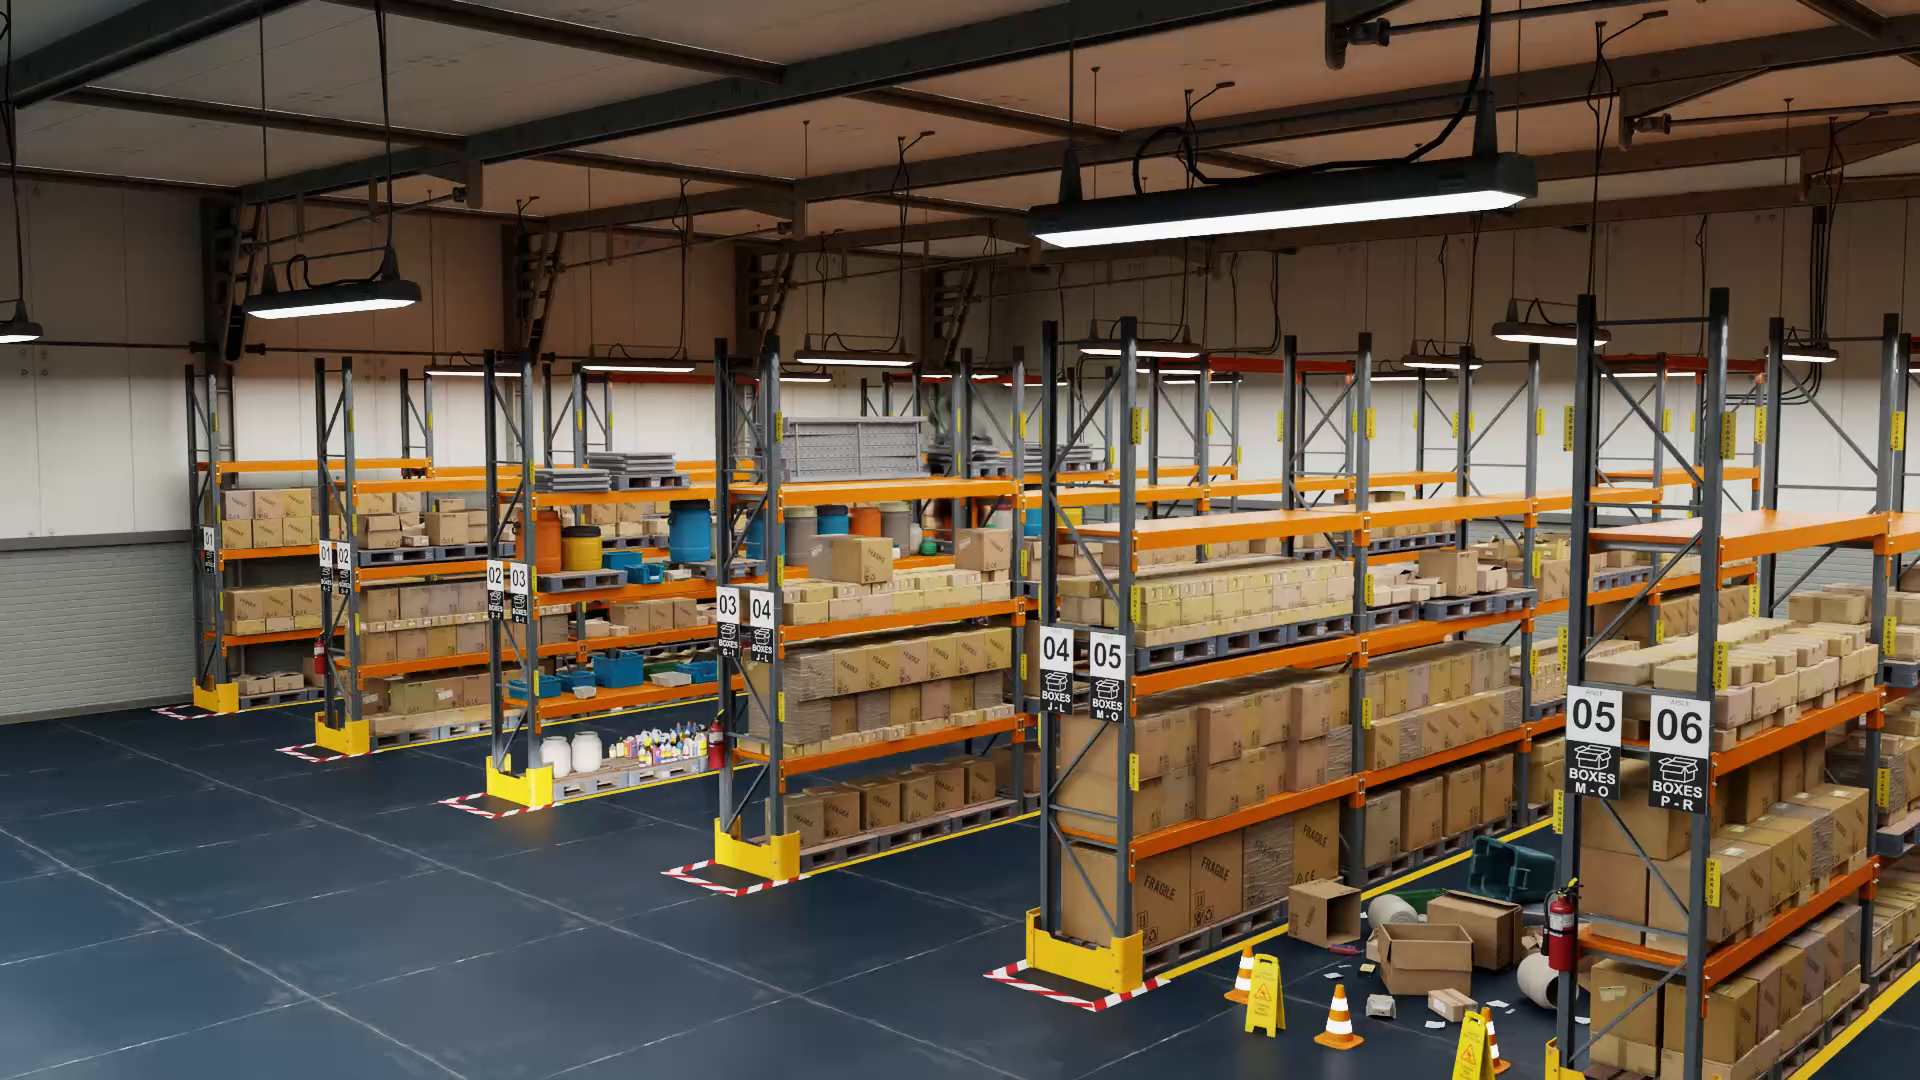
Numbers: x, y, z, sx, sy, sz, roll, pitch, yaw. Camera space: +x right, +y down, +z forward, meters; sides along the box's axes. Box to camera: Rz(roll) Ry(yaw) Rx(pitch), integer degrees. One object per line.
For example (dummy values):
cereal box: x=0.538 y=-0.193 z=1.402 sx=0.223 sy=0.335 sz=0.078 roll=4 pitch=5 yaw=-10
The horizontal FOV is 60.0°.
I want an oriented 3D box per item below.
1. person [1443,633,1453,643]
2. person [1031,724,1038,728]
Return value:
person: x=7.844 y=2.281 z=26.715 sx=0.580 sy=1.644 sz=0.865 roll=3 pitch=5 yaw=31
person: x=0.989 y=2.066 z=25.869 sx=0.638 sy=1.743 sz=0.559 roll=4 pitch=6 yaw=41
